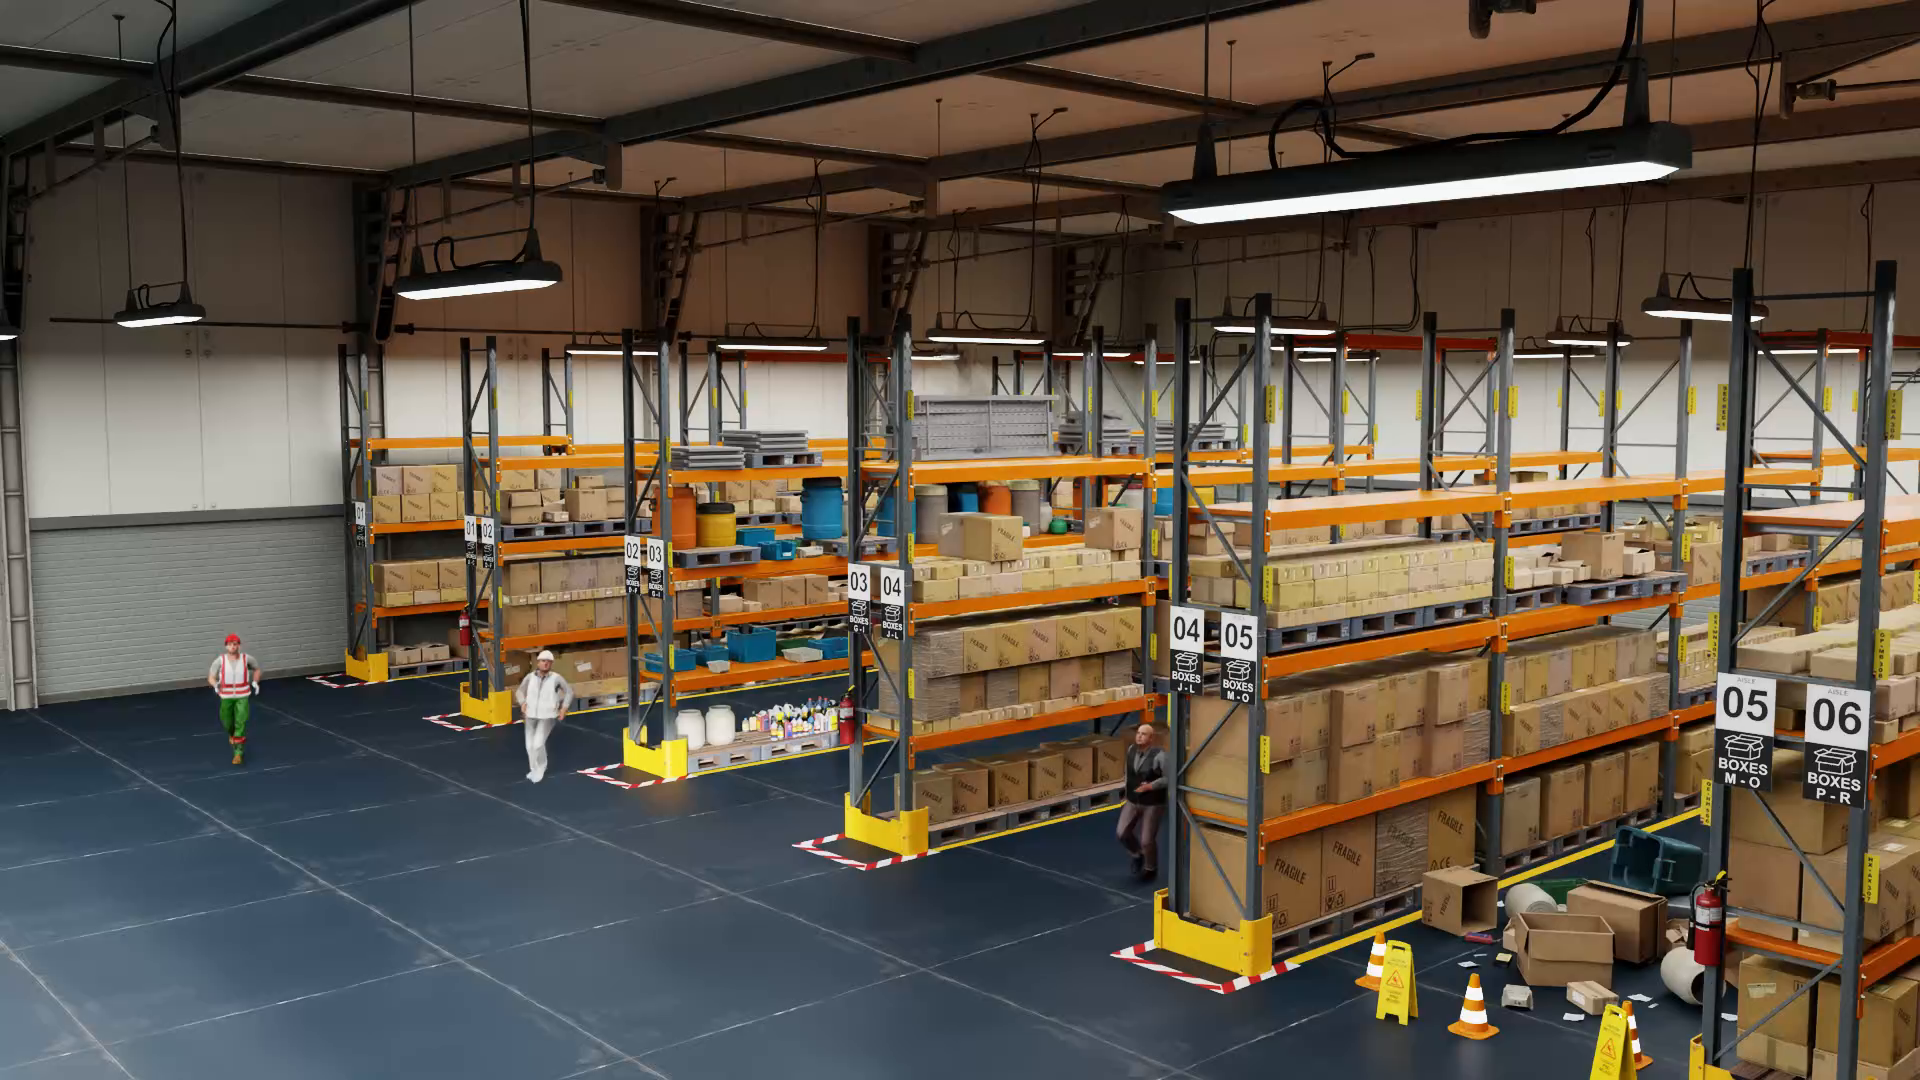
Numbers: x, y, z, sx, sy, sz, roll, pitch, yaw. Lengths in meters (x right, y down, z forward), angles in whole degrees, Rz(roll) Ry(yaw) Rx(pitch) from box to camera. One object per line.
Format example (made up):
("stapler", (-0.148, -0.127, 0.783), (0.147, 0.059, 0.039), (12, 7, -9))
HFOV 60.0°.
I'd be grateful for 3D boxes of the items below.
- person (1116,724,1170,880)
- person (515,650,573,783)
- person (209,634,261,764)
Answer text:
("person", (1.923, 2.759, 17.433), (0.659, 1.679, 0.642), (4, 6, 35))
("person", (-5.518, 2.334, 21.963), (0.722, 1.748, 0.609), (0, 5, 5))
("person", (-10.149, 2.196, 23.297), (0.665, 1.767, 0.904), (-2, 6, -22))
